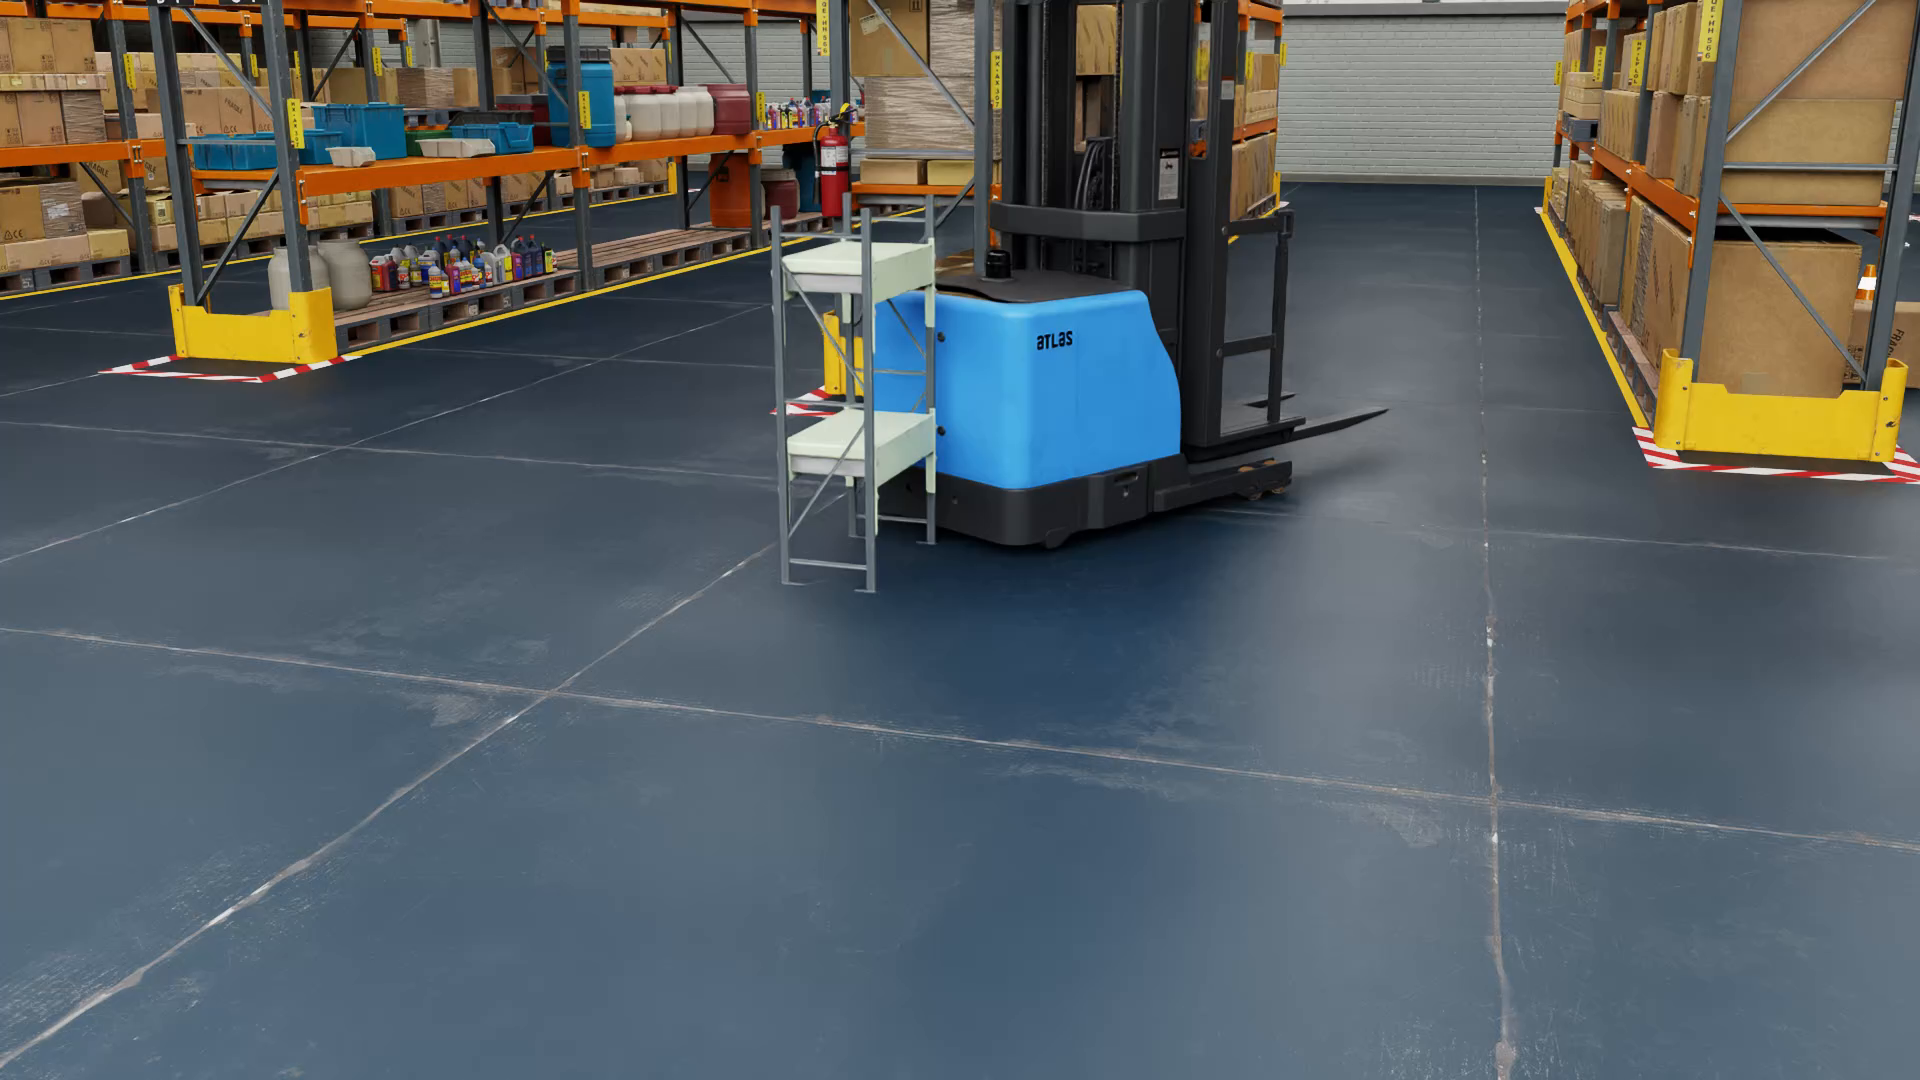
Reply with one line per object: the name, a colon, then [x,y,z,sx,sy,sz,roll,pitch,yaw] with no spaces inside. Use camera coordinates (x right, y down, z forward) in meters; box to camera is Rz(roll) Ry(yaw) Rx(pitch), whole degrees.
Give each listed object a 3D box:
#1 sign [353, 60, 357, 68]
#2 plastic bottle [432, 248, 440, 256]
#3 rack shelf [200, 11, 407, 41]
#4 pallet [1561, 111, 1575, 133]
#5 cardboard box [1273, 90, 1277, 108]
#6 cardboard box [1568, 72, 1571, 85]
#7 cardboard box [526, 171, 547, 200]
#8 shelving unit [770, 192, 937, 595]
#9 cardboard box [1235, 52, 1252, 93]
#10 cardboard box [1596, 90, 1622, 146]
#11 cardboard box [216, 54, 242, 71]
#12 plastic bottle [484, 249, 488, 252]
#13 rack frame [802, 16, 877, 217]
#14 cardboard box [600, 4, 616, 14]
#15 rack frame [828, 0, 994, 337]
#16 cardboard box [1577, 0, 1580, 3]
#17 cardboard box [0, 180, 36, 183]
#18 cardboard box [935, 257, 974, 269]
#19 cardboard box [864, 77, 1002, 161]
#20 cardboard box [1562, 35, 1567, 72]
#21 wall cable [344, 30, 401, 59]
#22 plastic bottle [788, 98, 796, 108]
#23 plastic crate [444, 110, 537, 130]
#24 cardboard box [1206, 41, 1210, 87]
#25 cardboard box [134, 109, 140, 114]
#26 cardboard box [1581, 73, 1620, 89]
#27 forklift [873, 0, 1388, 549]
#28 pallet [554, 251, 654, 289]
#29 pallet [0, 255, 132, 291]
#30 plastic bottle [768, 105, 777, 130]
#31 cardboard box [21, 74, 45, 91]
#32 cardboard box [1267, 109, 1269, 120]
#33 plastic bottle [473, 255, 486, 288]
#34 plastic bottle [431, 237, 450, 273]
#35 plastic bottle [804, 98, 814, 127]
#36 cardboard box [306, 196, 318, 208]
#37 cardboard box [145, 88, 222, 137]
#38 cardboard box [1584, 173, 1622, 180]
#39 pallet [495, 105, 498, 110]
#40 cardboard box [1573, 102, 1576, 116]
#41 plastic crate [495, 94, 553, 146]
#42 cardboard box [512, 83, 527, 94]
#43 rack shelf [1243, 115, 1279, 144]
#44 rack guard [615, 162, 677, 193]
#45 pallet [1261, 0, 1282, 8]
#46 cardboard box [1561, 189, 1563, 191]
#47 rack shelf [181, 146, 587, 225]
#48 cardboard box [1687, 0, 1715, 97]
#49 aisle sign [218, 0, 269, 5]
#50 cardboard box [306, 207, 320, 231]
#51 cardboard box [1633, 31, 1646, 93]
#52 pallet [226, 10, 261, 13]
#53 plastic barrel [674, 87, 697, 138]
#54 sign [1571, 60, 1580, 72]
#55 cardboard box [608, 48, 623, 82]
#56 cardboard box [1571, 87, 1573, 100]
sign: [-10.526,-8.196,28.996,0.100,0.325,0.005,5,16,16]
plastic bottle: [-4.594,-2.418,14.552,0.097,0.271,0.097,0,16,0]
rack shelf: [-10.564,-8.270,26.812,1.077,0.370,4.000,5,16,16]
pallet: [7.485,-4.806,19.127,1.003,0.211,1.213,5,16,16]
cardboard box: [4.368,-6.468,24.365,0.500,0.250,0.500,4,16,15]
cardboard box: [7.140,-5.246,18.930,0.380,0.149,0.250,5,17,16]
cardboard box: [-6.248,-5.125,23.675,0.500,0.500,0.500,5,16,16]
shelving unit: [-0.411,-0.620,6.768,0.431,1.500,0.755,5,17,17]
cardboard box: [3.496,-6.035,21.465,0.500,0.500,0.500,5,16,16]
cardboard box: [6.318,-3.992,15.723,0.500,0.500,0.500,5,17,16]
cardboard box: [-11.020,-7.070,24.618,0.500,0.250,0.500,5,17,17]
plastic bottle: [-4.066,-2.369,14.358,0.061,0.283,0.133,5,16,16]
rack frame: [-1.634,-5.882,22.569,1.000,3.000,0.127,5,16,16]
cardboard box: [-5.578,-8.138,25.302,0.500,0.250,0.500,5,16,16]
rack frame: [-0.295,-2.358,10.147,1.000,3.000,0.127,5,16,16]
cardboard box: [8.019,-6.870,20.830,0.500,0.250,0.500,4,16,15]
cardboard box: [-9.222,-3.185,15.958,0.500,0.500,0.500,5,16,16]
cardboard box: [0.035,-1.679,11.563,0.500,0.500,0.500,10,18,30]
cardboard box: [-0.113,-2.691,10.592,0.875,0.500,0.500,5,16,16]
cardboard box: [8.596,-6.709,22.923,0.500,0.500,0.500,5,16,16]
wall cable: [-10.539,-8.594,30.269,0.084,1.984,1.851,5,16,16]
plastic bottle: [-2.079,-5.281,20.540,0.144,0.351,0.185,5,16,16]
plastic crate: [-4.178,-3.632,14.751,0.767,0.338,0.504,5,16,16]
cardboard box: [2.573,-5.518,19.266,0.797,0.503,0.637,5,17,18]
cardboard box: [-11.615,-5.899,23.055,0.380,0.149,0.250,5,17,17]
cardboard box: [6.404,-4.571,16.550,0.380,0.149,0.250,4,16,14]
forklift: [0.986,-1.690,7.917,3.031,2.935,1.130,-14,21,-41]
pallet: [-3.722,-2.656,16.306,1.003,0.211,1.213,5,16,16]
pallet: [-8.922,-2.628,16.206,1.003,0.211,1.213,5,16,16]
plastic bottle: [-2.201,-4.950,19.497,0.061,0.283,0.133,5,16,16]
cardboard box: [-8.745,-4.244,15.424,0.380,0.149,0.250,5,16,16]
cardboard box: [4.177,-6.037,23.578,0.380,0.149,0.250,4,16,15]
plastic bottle: [-4.047,-2.260,13.996,0.097,0.271,0.097,0,16,0]
plastic bottle: [-4.588,-2.498,14.687,0.144,0.351,0.185,4,16,14]
plastic bottle: [-1.895,-5.304,20.623,0.144,0.351,0.185,5,16,16]
cardboard box: [-7.719,-3.945,18.983,0.500,0.311,0.500,5,16,16]
cardboard box: [-8.272,-4.560,17.724,0.500,0.500,0.500,6,17,20]
cardboard box: [6.648,-3.600,16.961,0.500,0.250,0.500,4,16,15]
pallet: [-6.714,-5.974,23.246,1.003,0.211,1.213,5,16,16]
cardboard box: [6.698,-4.554,17.578,0.380,0.149,0.250,4,16,13]
plastic crate: [-4.063,-3.970,15.712,0.402,0.464,0.583,5,16,16]
cardboard box: [-6.486,-6.466,24.445,0.500,0.500,0.500,5,17,17]
rack shelf: [3.683,-5.675,23.158,1.077,0.370,4.000,5,16,16]
rack guard: [-5.267,-6.091,27.888,1.175,0.500,0.348,5,16,16]
pallet: [4.051,-7.750,23.821,1.003,0.211,1.213,5,16,16]
cardboard box: [8.305,-4.716,22.369,0.380,0.149,0.250,4,16,13]
rack shelf: [-4.476,-2.920,13.444,1.077,0.370,4.000,5,16,16]
cardboard box: [4.642,-2.784,9.394,0.875,0.550,0.550,5,16,16]
aisle sign: [-4.784,-3.951,11.000,0.394,0.787,0.004,5,16,16]
cardboard box: [-7.723,-3.677,19.064,0.500,0.250,0.500,5,17,17]
cardboard box: [6.136,-4.052,14.103,0.700,0.500,0.500,4,16,15]
pallet: [-10.890,-8.264,25.633,1.003,0.211,1.213,5,16,16]
plastic barrel: [-2.978,-4.493,17.469,0.421,0.512,0.421,0,16,0]
sign: [7.319,-5.543,19.789,0.100,0.325,0.005,5,16,16]
cardboard box: [-5.540,-7.302,25.561,0.500,0.500,0.500,5,17,18]
cardboard box: [6.920,-4.900,18.253,0.380,0.149,0.250,4,16,15]
